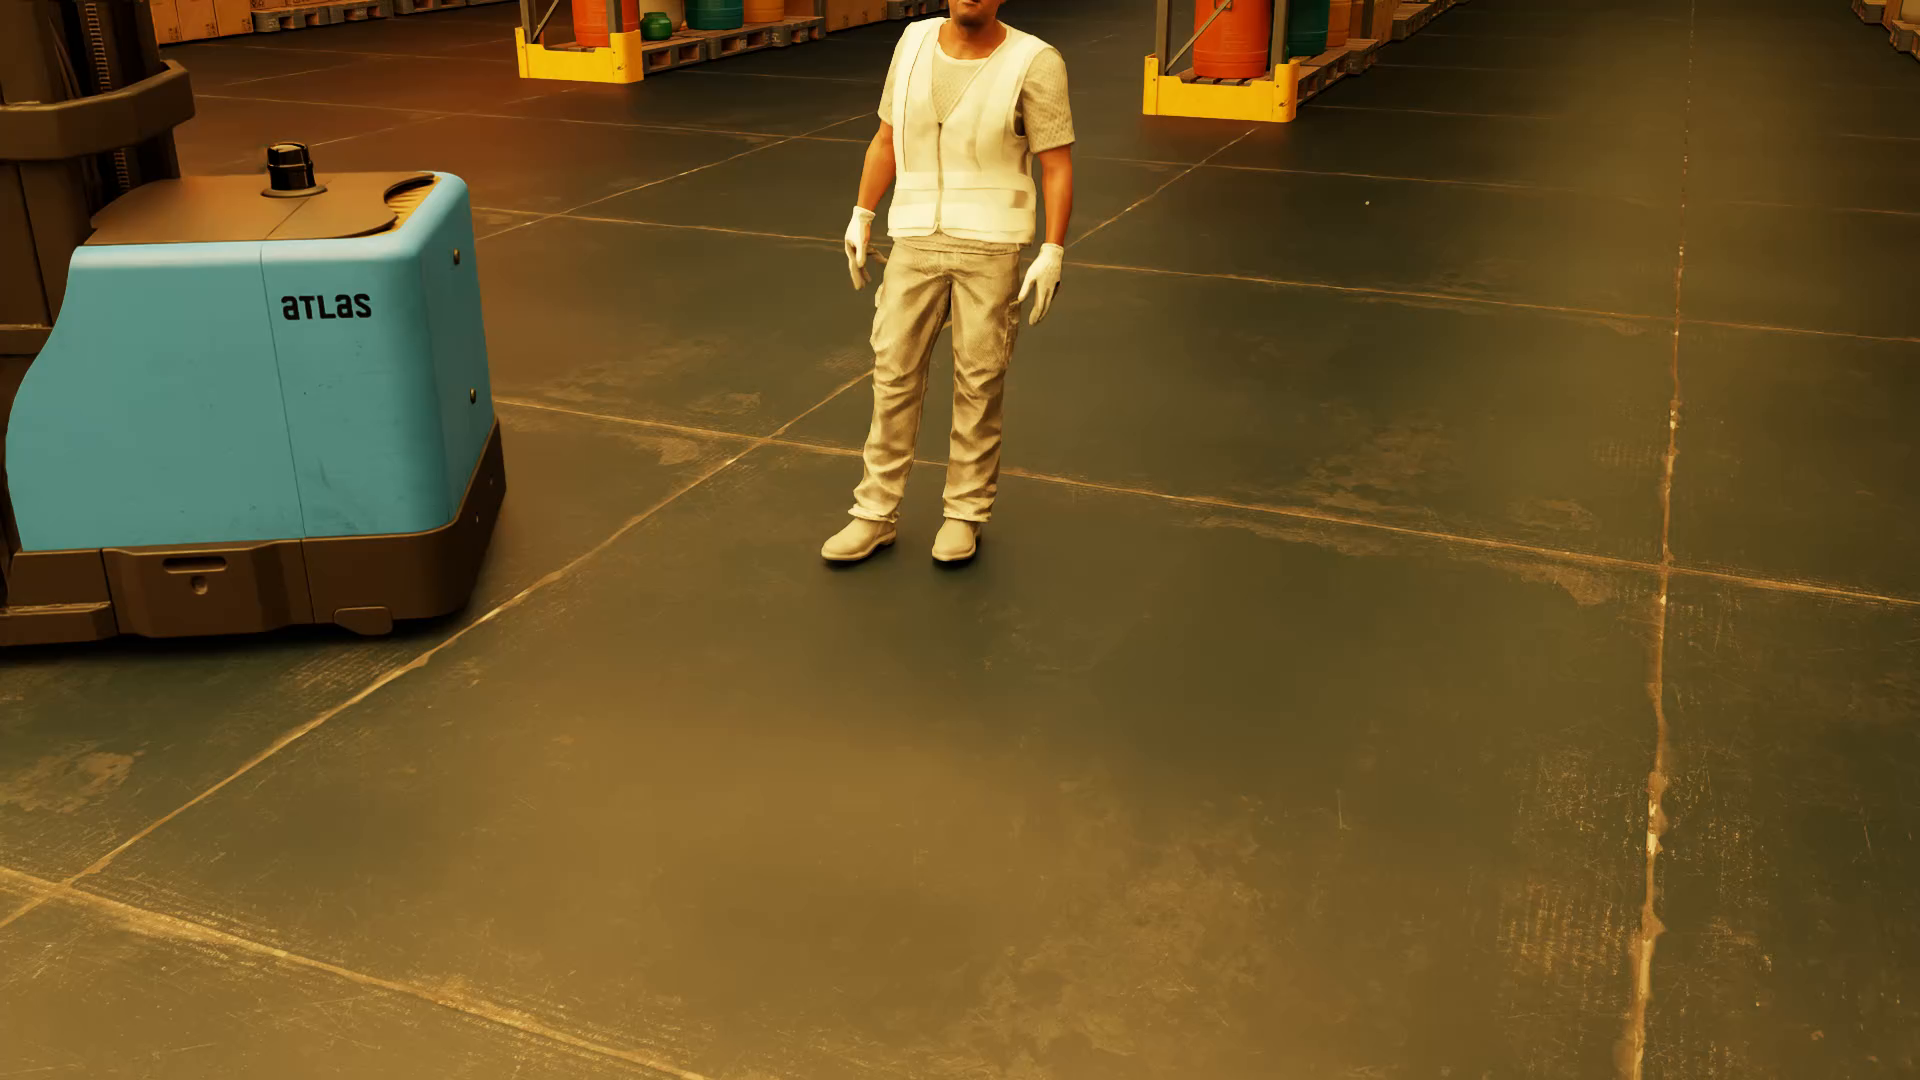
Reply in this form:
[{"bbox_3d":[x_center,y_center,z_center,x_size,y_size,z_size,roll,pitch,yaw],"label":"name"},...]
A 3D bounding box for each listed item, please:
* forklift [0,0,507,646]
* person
[{"bbox_3d":[-2.890,-1.209,4.184,3.031,2.935,1.130,-3,23,-7],"label":"forklift"},{"bbox_3d":[-0.035,-0.805,4.688,0.656,1.781,0.577,9,24,21],"label":"person"}]
